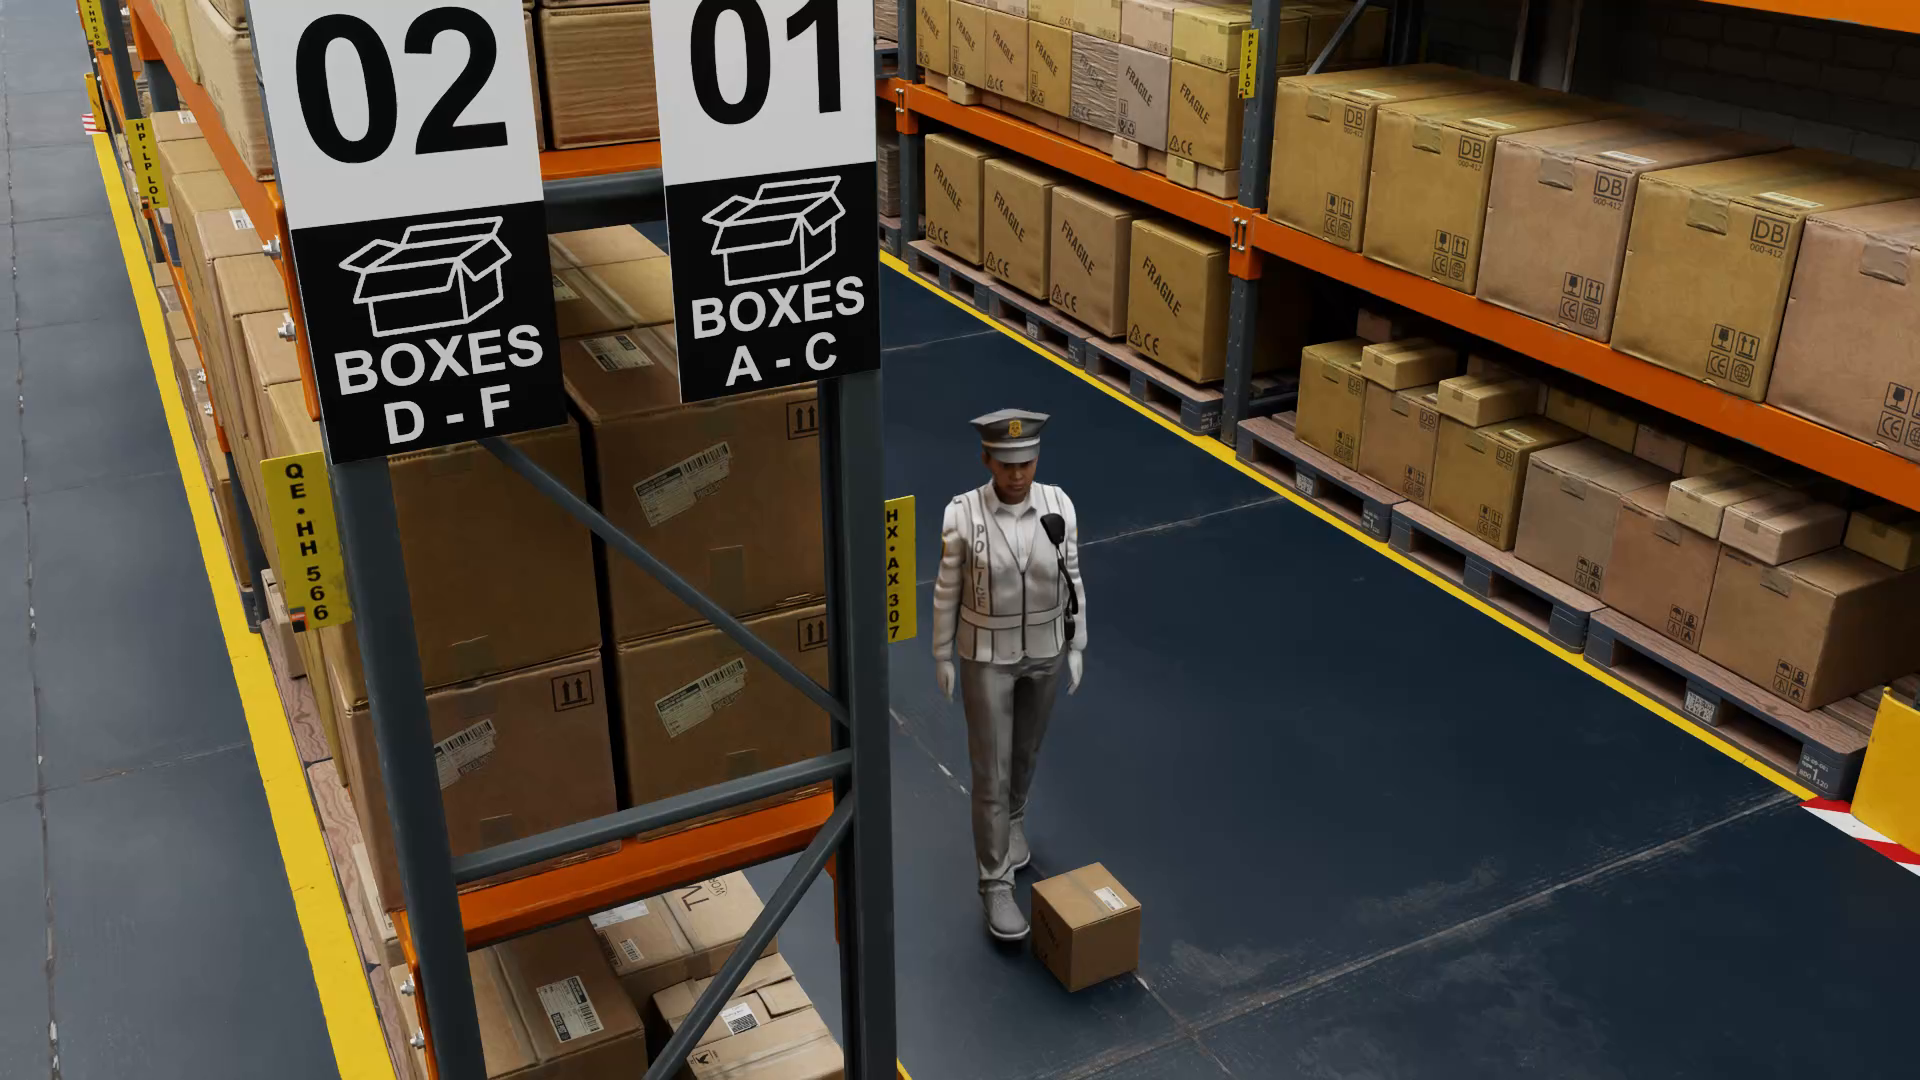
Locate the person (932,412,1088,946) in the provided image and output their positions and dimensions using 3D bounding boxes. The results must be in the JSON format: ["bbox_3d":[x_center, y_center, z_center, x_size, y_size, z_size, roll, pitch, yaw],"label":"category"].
[{"bbox_3d":[0.203,0.414,5.215,0.499,1.671,0.684,-8,27,-16],"label":"person"}]
